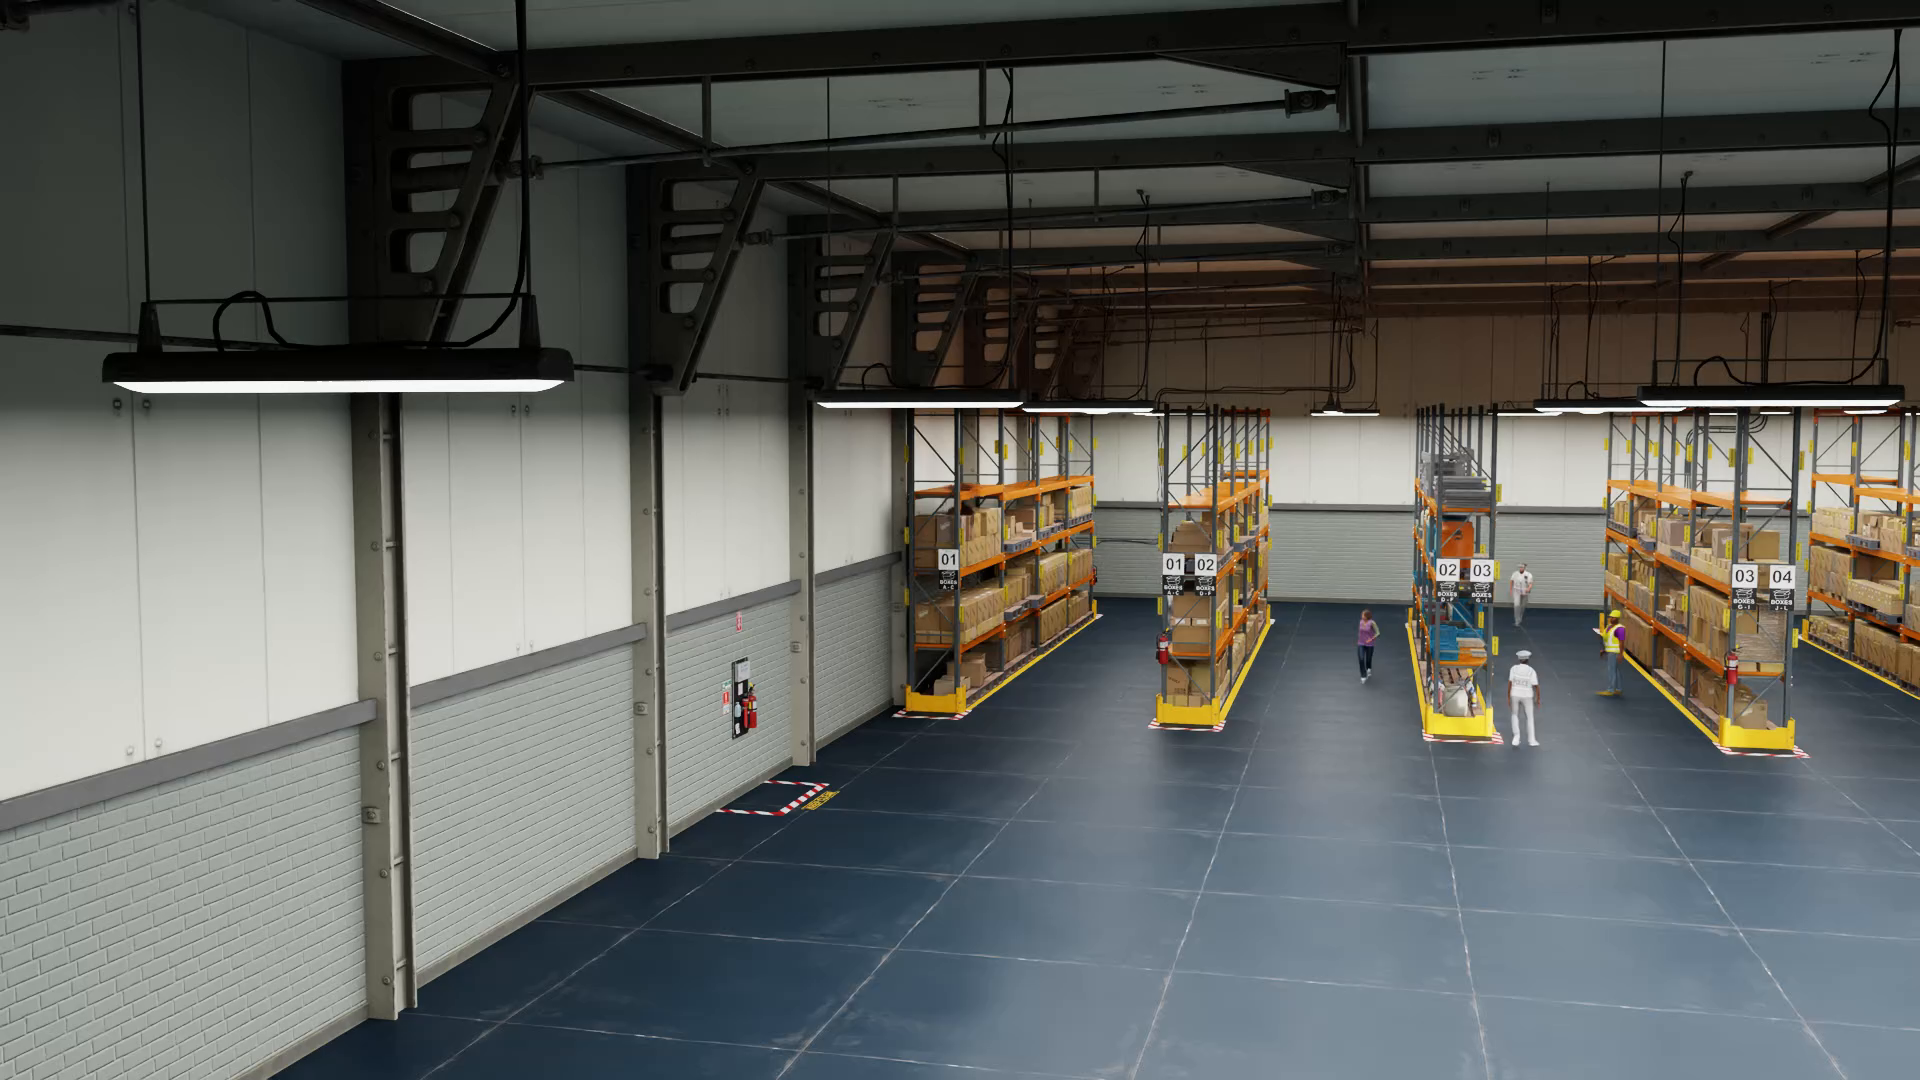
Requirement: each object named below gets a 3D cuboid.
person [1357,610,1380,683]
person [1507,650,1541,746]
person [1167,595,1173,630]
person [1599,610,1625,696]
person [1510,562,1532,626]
[{"bbox_3d":[8.921,2.311,36.319,0.491,1.589,0.658,1,4,17],"label":"person"},{"bbox_3d":[9.858,2.765,29.059,0.539,1.674,0.502,3,5,33],"label":"person"},{"bbox_3d":[5.708,1.625,44.802,0.431,1.690,0.540,3,5,39],"label":"person"},{"bbox_3d":[13.494,2.335,34.495,0.499,1.768,0.572,1,4,10],"label":"person"},{"bbox_3d":[15.656,1.513,46.376,0.563,1.807,0.881,1,4,10],"label":"person"}]
